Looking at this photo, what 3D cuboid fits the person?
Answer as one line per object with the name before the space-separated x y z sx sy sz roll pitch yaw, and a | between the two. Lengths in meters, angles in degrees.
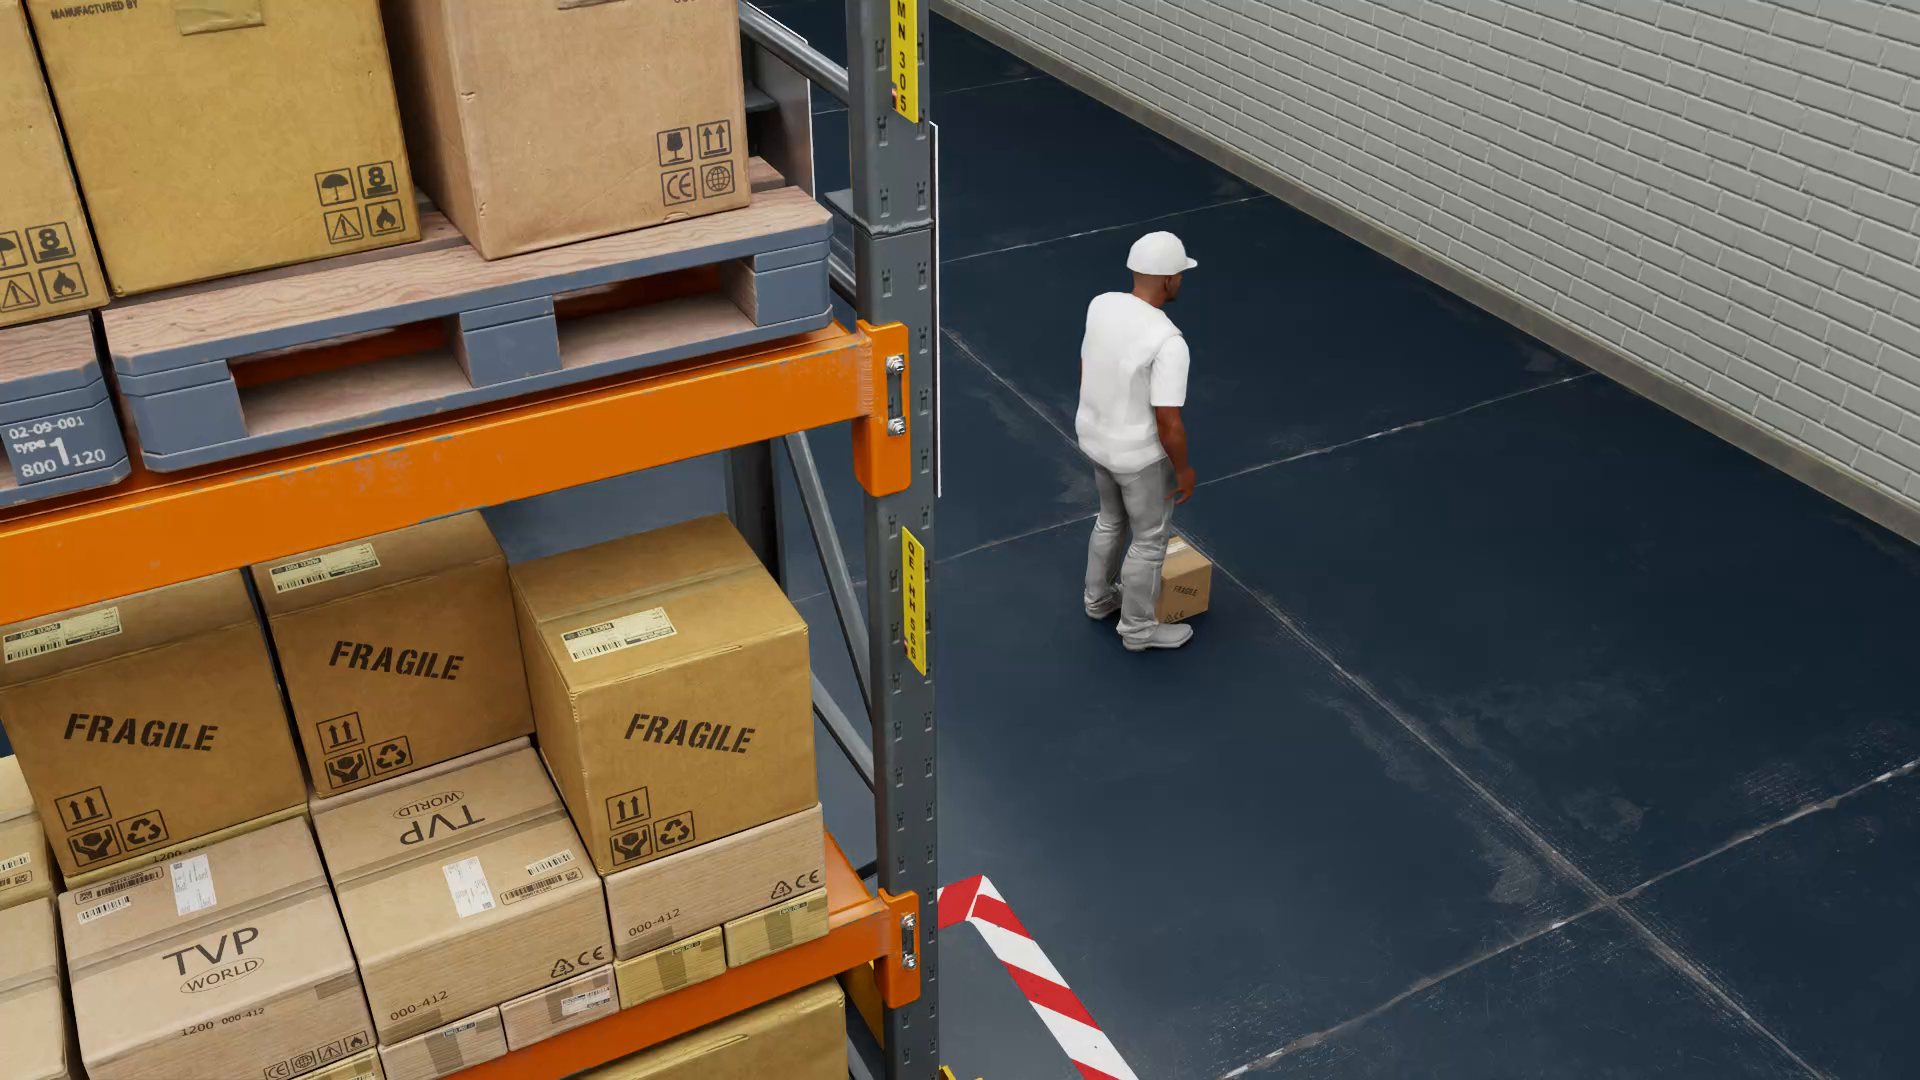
person | 0.716 -0.396 6.736 0.456 1.761 0.637 -17 37 -25
